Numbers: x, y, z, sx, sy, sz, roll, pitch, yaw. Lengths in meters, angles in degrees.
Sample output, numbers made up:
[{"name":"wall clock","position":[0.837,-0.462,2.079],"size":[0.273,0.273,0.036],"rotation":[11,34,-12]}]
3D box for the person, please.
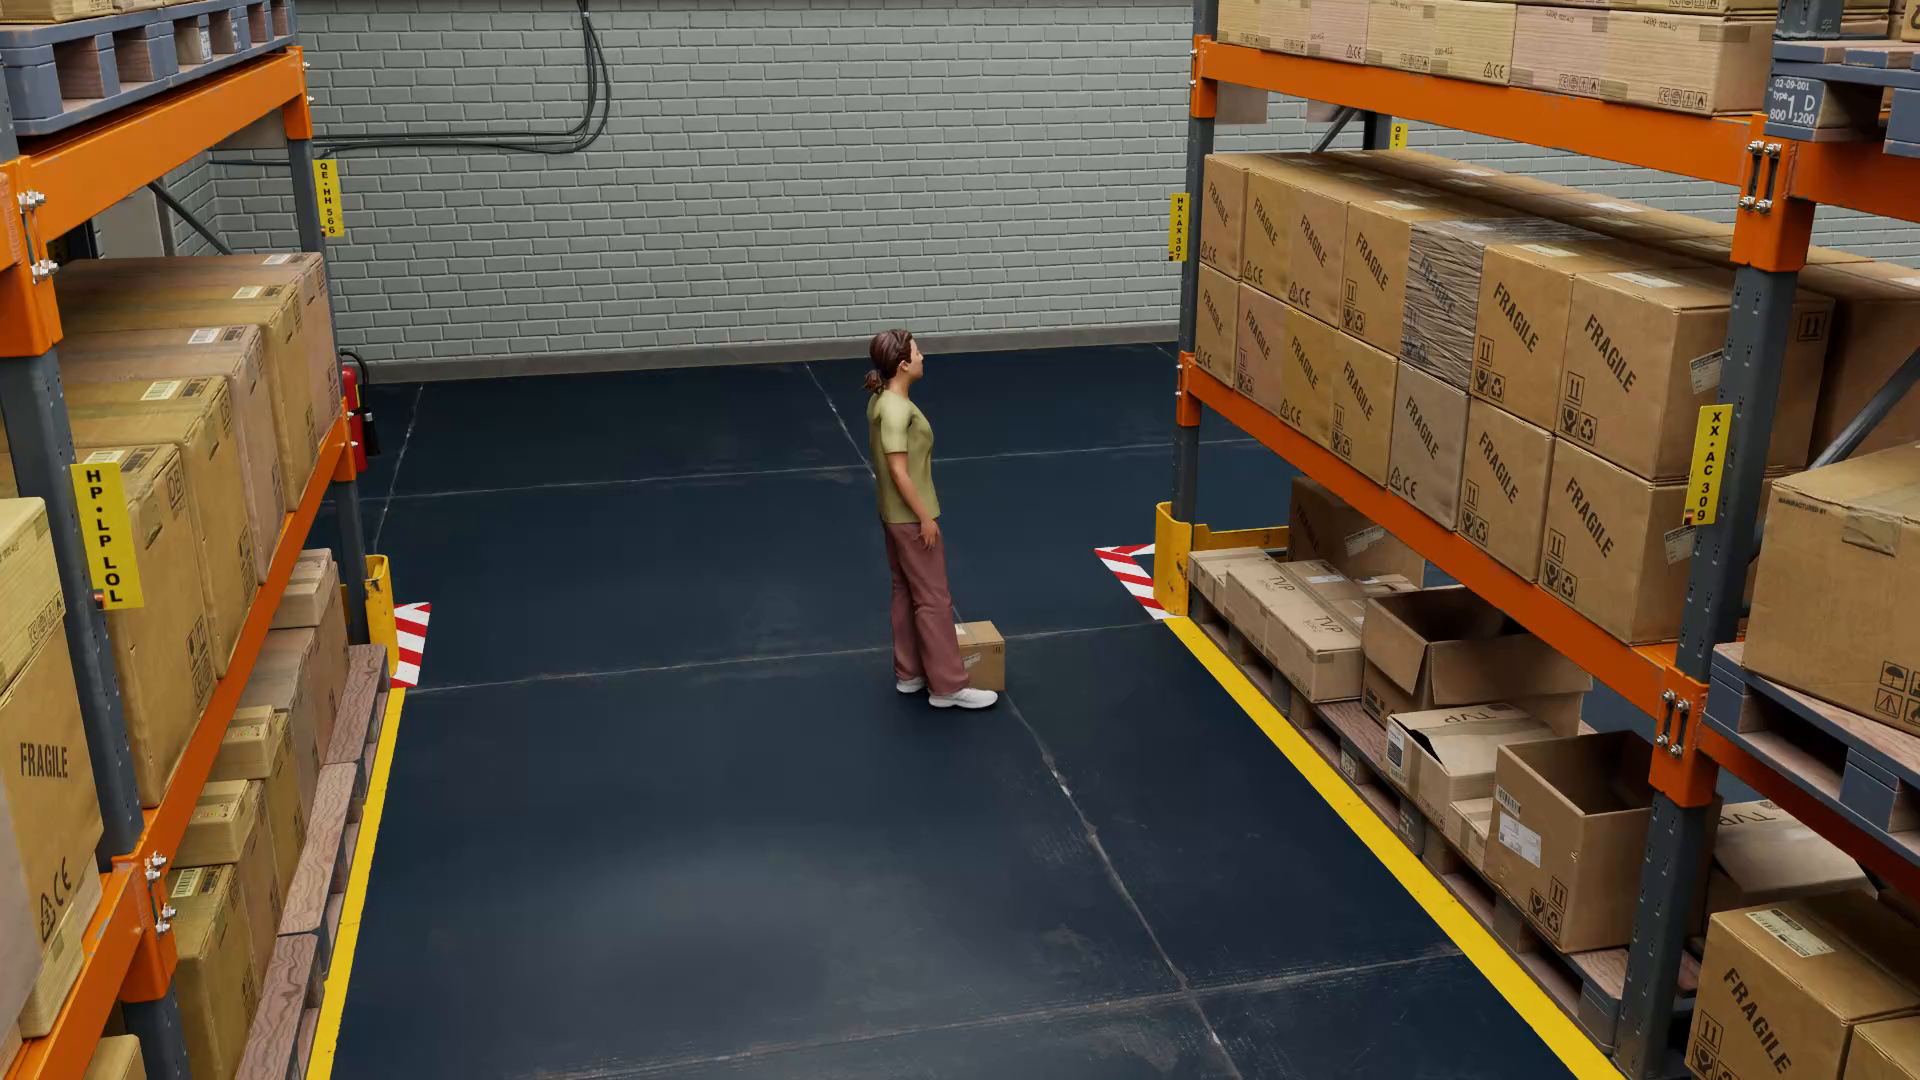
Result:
[{"name":"person","position":[-0.152,-0.107,7.344],"size":[0.549,1.675,0.553],"rotation":[-5,20,-12]}]
